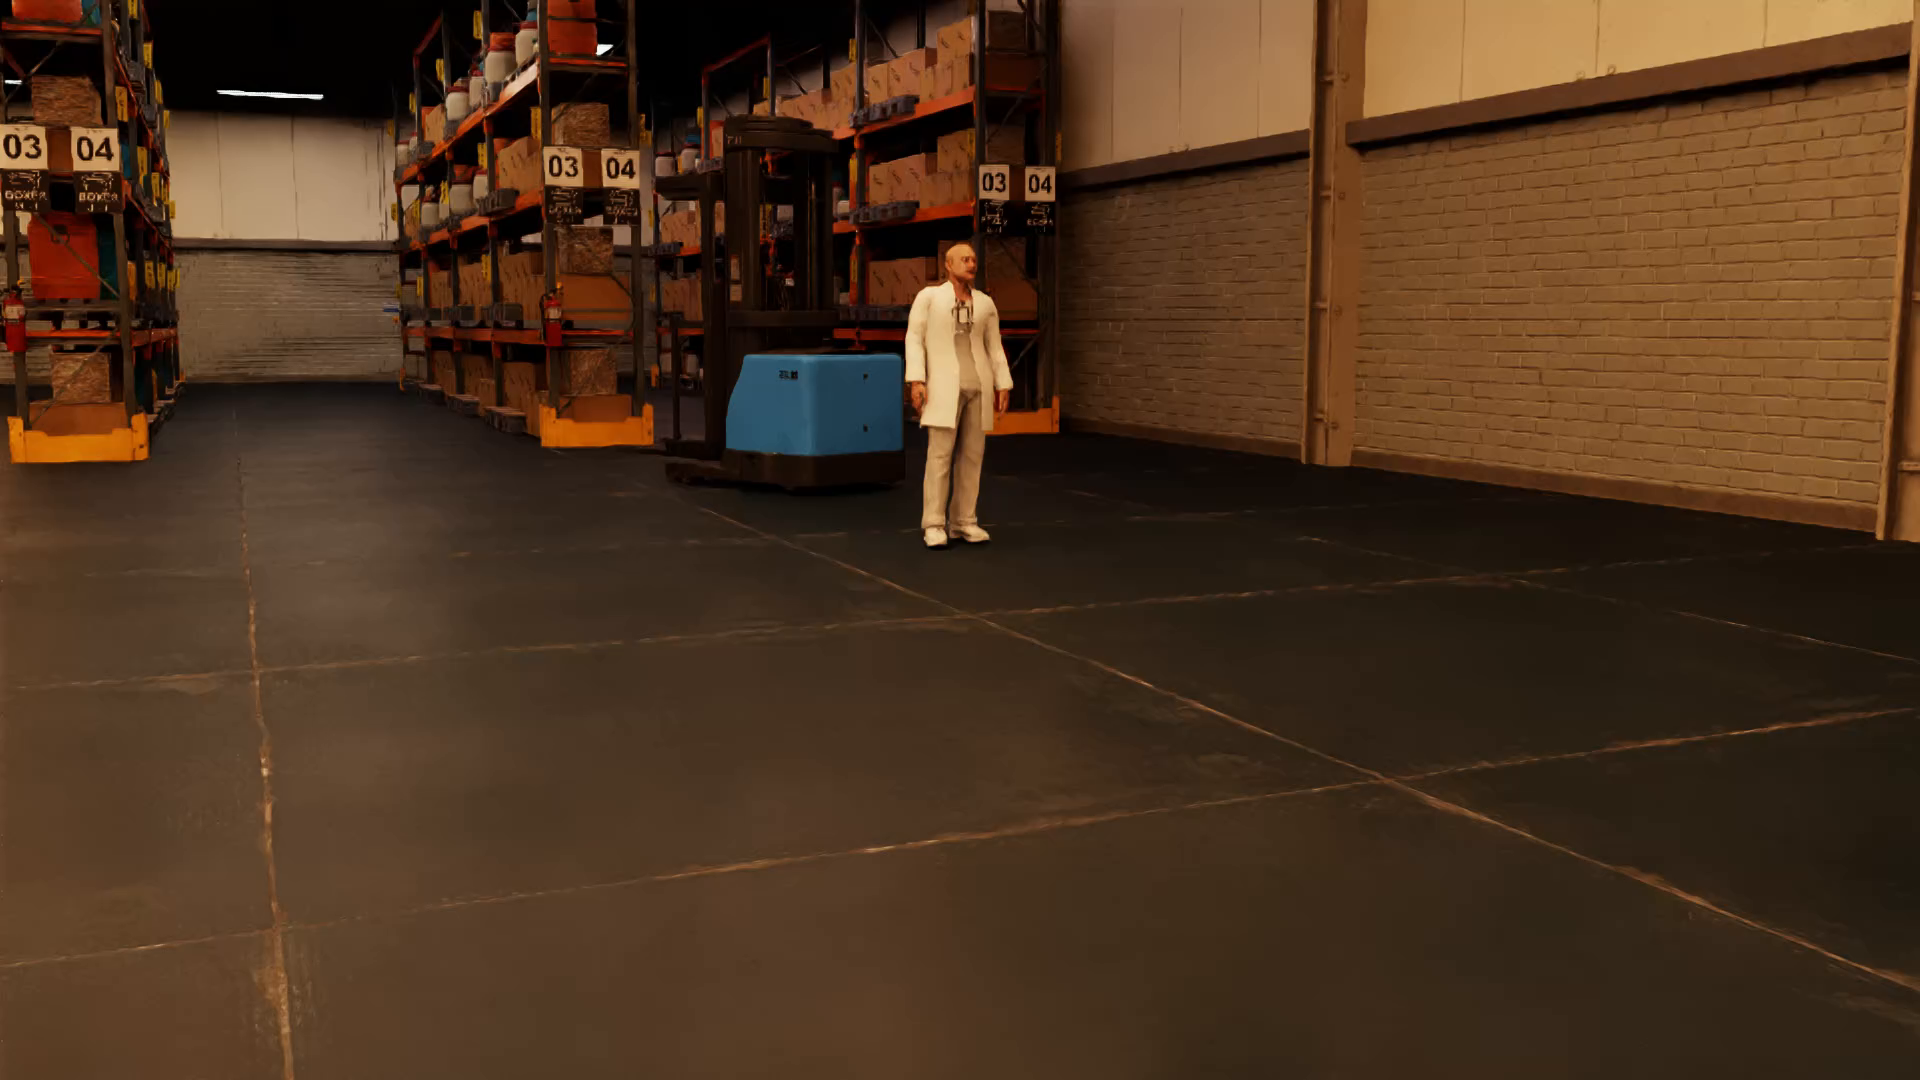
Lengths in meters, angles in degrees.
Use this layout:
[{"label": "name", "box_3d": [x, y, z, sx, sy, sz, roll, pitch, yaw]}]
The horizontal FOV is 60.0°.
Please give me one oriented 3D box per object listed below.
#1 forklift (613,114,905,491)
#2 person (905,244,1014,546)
[{"label": "forklift", "box_3d": [-1.818, -1.967, 13.864, 1.130, 2.935, 3.031, -7, 10, -43]}, {"label": "person", "box_3d": [0.032, -0.878, 9.952, 0.694, 1.776, 0.579, -3, 8, -23]}]
